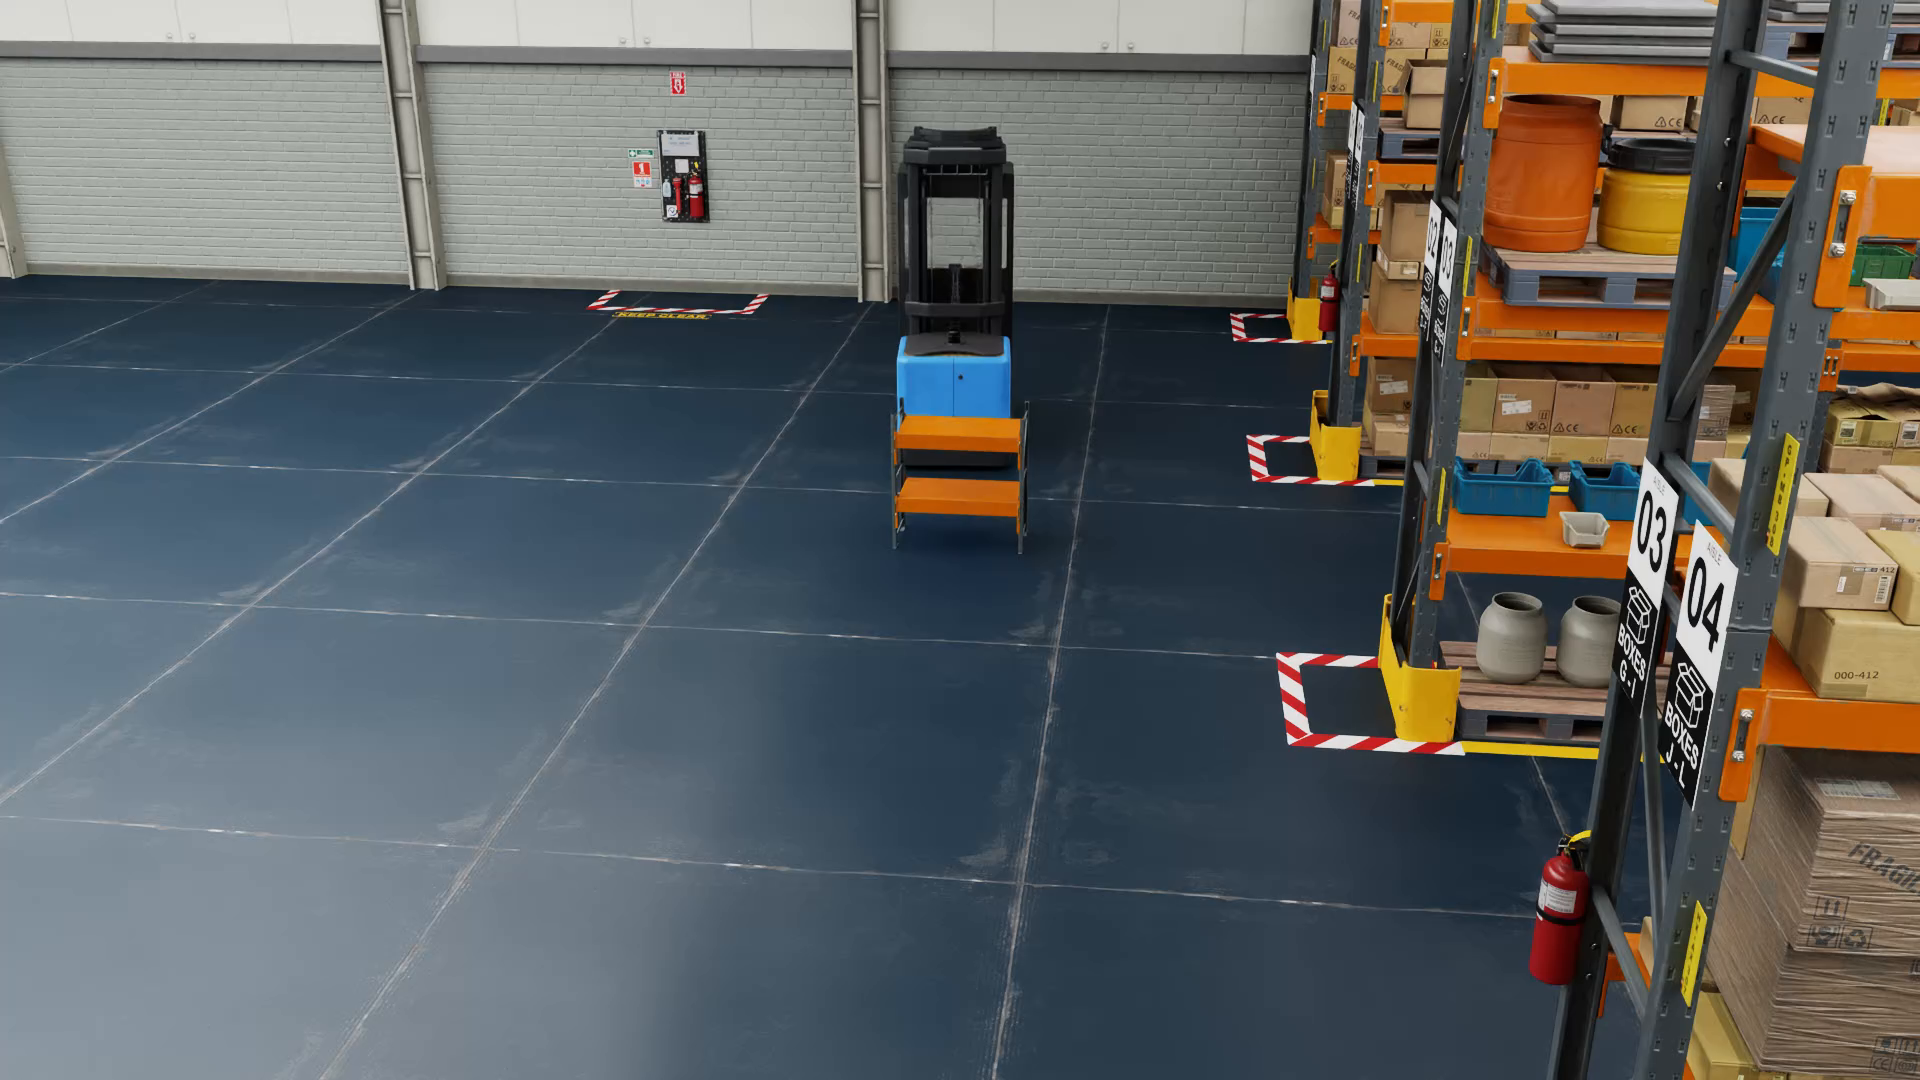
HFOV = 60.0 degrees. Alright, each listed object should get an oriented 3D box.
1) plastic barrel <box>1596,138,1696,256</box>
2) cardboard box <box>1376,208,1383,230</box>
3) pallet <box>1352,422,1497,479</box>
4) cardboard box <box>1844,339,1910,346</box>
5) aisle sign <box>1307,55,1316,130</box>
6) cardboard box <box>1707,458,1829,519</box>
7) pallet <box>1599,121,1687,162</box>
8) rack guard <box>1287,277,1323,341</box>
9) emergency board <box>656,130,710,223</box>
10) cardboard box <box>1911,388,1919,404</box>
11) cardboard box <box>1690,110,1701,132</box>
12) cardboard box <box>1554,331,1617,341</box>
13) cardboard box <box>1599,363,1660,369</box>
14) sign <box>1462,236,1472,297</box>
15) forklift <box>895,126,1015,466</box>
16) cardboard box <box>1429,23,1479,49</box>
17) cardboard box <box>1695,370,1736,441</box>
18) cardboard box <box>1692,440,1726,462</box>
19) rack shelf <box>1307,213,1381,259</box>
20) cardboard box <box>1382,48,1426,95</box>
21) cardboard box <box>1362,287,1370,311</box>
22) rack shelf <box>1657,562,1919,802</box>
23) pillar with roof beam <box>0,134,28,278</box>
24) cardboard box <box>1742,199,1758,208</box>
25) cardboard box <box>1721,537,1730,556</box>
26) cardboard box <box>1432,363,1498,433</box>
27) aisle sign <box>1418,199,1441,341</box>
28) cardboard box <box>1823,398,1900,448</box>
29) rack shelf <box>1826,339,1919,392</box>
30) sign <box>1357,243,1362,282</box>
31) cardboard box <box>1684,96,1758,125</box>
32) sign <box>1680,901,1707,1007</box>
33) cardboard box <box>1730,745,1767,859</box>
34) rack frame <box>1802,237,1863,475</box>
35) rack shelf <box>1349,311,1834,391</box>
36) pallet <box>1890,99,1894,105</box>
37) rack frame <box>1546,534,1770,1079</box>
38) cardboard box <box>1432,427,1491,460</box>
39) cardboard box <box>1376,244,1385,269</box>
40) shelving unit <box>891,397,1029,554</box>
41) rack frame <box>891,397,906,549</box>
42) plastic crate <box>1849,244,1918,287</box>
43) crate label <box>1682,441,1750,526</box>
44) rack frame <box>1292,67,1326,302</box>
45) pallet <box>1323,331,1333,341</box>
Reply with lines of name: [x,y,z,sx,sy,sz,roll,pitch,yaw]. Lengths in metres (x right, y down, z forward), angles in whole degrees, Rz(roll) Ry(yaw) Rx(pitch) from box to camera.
plastic barrel: [4.051,-2.005,9.685,0.600,0.588,0.600,0,22,0]
cardboard box: [5.035,-3.733,19.138,0.500,0.250,0.500,2,22,5]
pallet: [4.255,-0.824,15.397,1.213,0.211,1.003,2,22,6]
cardboard box: [7.957,-1.891,14.506,0.500,0.250,0.500,4,22,10]
aisle sign: [3.963,-5.050,18.757,0.004,0.787,0.394,2,22,6]
cardboard box: [2.634,-0.135,5.442,0.250,0.149,0.380,2,22,6]
pallet: [5.405,-3.401,14.162,1.213,0.211,1.003,2,22,6]
rack guard: [4.145,-2.782,19.956,0.348,0.500,1.175,2,22,6]
emergency board: [-3.541,-4.613,21.189,0.643,1.169,0.194,2,22,6]
cardboard box: [8.912,-1.187,14.929,0.500,0.311,0.500,2,22,6]
cardboard box: [6.233,-3.457,13.763,0.250,0.149,0.380,2,22,6]
cardboard box: [5.490,-2.094,14.681,0.500,0.500,0.700,3,22,8]
cardboard box: [6.046,-1.409,15.231,0.500,0.500,0.500,2,22,6]
sign: [2.835,-1.529,9.295,0.005,0.325,0.100,2,22,6]
forklift: [-0.037,-2.526,16.003,1.130,2.935,3.031,0,22,1]
cardboard box: [5.426,-5.700,18.333,0.500,0.500,0.500,3,22,8]
cardboard box: [6.482,-1.197,14.696,0.500,0.500,0.500,2,22,6]
cardboard box: [6.481,-0.848,14.833,0.500,0.250,0.500,2,22,6]
rack shelf: [6.056,-3.526,19.418,4.000,0.370,1.077,2,22,6]
cardboard box: [4.902,-5.256,18.572,0.500,0.500,0.500,4,22,10]
cardboard box: [4.746,-2.839,19.759,0.500,0.311,0.500,0,22,0]
rack shelf: [4.307,0.504,5.143,4.000,0.370,1.077,2,22,6]
pillar with roof beam: [-13.515,-6.230,17.118,0.400,9.000,9.100,2,22,6]
cardboard box: [6.520,-2.654,14.332,0.500,0.500,0.700,2,22,6]
cardboard box: [2.830,0.081,5.439,0.500,0.250,0.500,3,22,8]
cardboard box: [4.494,-1.279,14.903,0.500,0.500,0.500,2,22,6]
aisle sign: [2.868,-1.651,10.160,0.004,0.787,0.394,2,22,6]
cardboard box: [7.844,-1.034,14.542,0.500,0.311,0.500,3,22,6]
rack shelf: [9.449,-1.545,14.405,4.000,0.370,1.077,2,22,6]
sign: [3.419,-2.376,14.244,0.005,0.325,0.100,2,22,6]
cardboard box: [6.458,-3.721,14.211,0.500,0.311,0.500,1,22,3]
sign: [2.257,1.273,5.121,0.005,0.325,0.100,2,22,6]
cardboard box: [2.896,0.762,5.692,0.500,0.500,0.500,2,22,6]
rack frame: [7.463,-1.966,14.492,0.127,3.000,1.000,2,22,6]
rack shelf: [5.477,-1.718,14.843,4.000,0.370,1.077,2,22,6]
pallet: [9.673,-4.973,18.273,1.003,0.211,1.213,2,22,6]
rack frame: [2.321,1.478,5.781,0.127,3.000,1.000,2,22,6]
cardboard box: [4.494,-0.931,15.042,0.500,0.250,0.500,2,22,6]
cardboard box: [3.893,-2.540,14.926,0.250,0.149,0.380,2,22,5]
shelving unit: [0.007,-0.523,13.392,1.048,1.125,0.538,2,22,6]
rack frame: [-0.498,-0.545,13.448,0.032,1.125,0.500,2,22,6]
plastic crate: [5.341,-1.621,9.829,0.450,0.188,0.336,2,22,6]
crate label: [4.764,-0.366,10.397,0.616,0.435,0.502,2,22,6]
rack frame: [4.070,-3.947,19.504,0.127,3.000,1.000,2,22,6]
pallet: [4.948,-2.599,19.887,1.213,0.211,1.003,2,22,6]
